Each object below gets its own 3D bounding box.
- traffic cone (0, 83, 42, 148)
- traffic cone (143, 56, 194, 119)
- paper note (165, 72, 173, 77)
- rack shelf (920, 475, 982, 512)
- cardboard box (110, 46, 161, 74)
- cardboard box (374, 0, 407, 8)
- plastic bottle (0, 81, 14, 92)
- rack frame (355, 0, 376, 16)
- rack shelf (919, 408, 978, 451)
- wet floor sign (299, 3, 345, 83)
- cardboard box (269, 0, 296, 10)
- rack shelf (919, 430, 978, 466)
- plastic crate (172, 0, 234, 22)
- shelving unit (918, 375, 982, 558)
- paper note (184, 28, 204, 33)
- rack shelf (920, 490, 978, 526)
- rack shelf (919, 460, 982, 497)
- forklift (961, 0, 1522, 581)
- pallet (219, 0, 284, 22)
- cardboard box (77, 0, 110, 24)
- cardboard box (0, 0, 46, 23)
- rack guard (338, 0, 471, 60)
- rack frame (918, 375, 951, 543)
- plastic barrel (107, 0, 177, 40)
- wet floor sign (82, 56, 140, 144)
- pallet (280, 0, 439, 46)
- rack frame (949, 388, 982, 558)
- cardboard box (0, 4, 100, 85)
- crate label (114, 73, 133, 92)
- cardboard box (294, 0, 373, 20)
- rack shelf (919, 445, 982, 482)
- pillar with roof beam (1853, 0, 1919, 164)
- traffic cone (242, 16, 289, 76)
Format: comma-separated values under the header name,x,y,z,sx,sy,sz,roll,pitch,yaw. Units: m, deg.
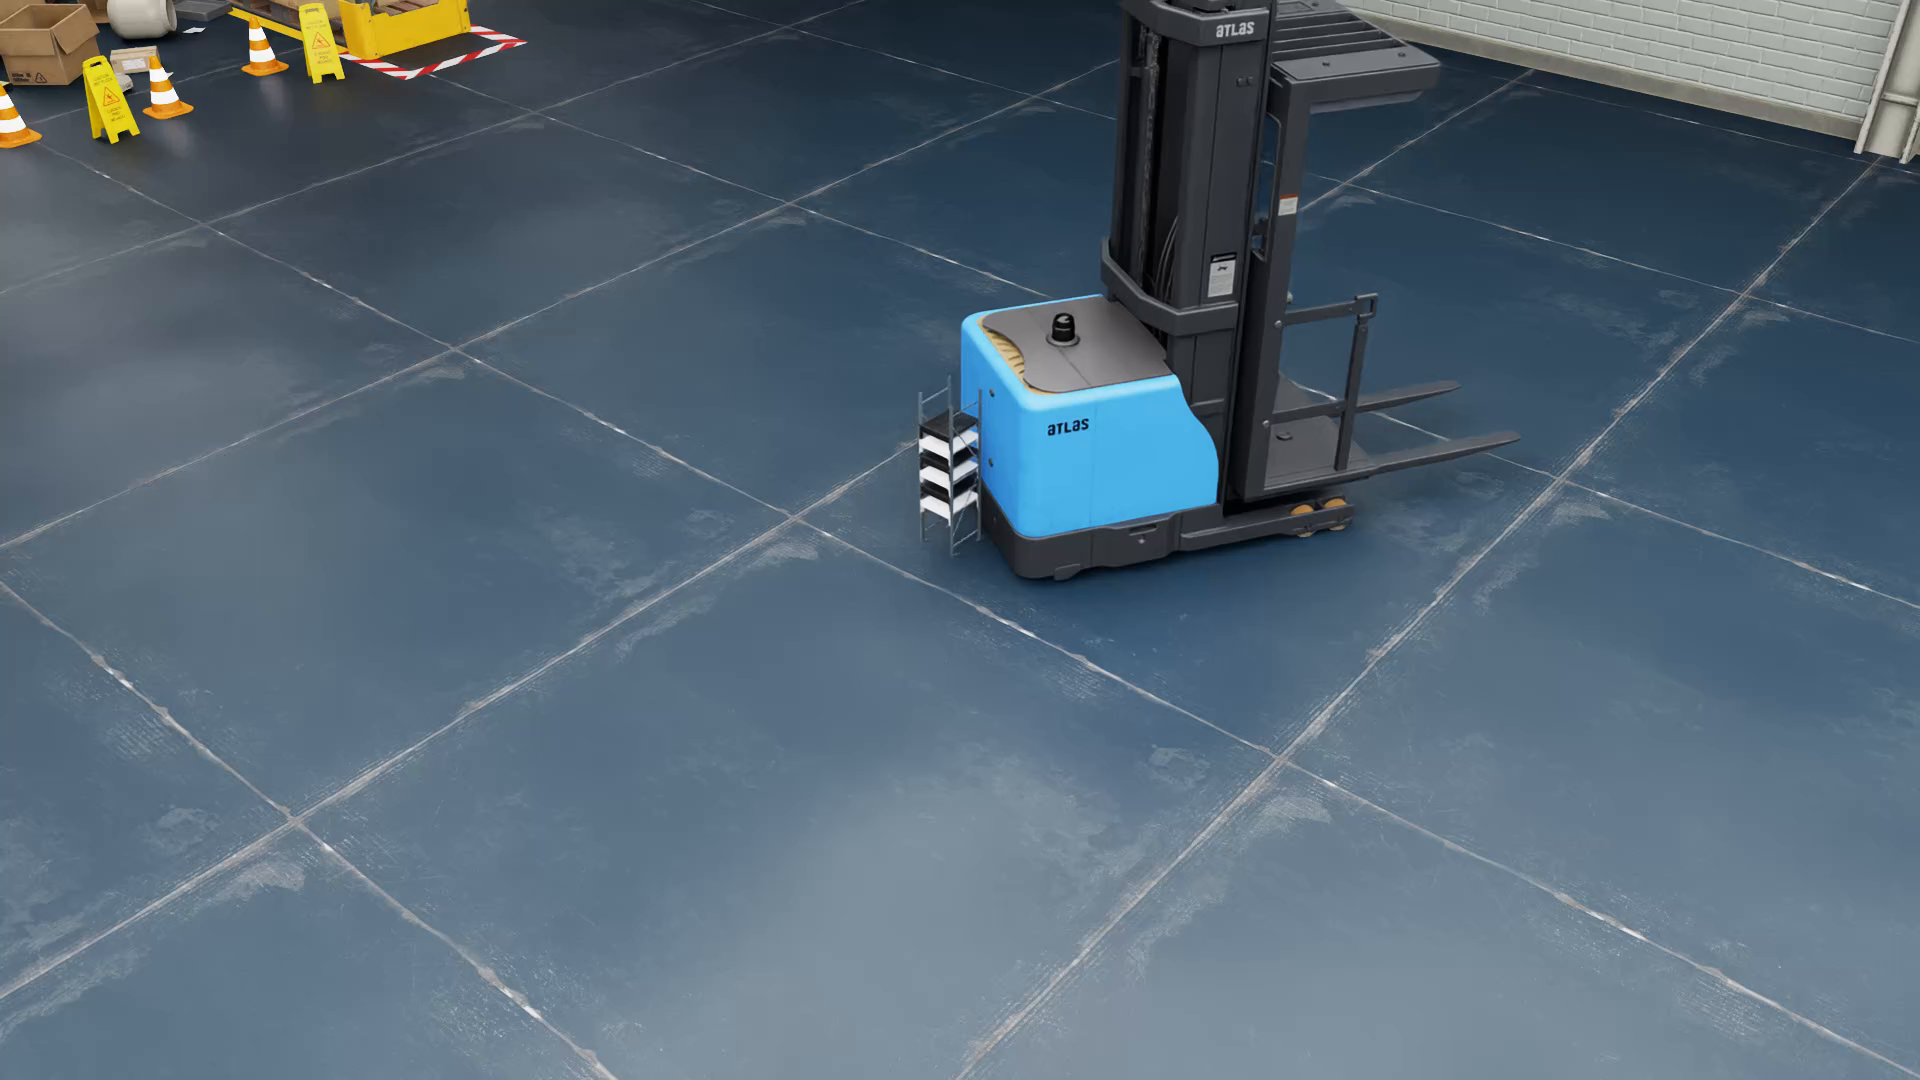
name,x,y,z,sx,sy,sz,roll,pitch,yaw
traffic cone,-7.656,-3.440,13.350,0.334,0.463,0.336,25,42,32
traffic cone,-6.672,-3.808,13.887,0.334,0.463,0.336,25,42,32
paper note,-7.067,-4.118,14.719,0.142,0.019,0.148,12,36,16
rack shelf,-0.048,-0.266,8.560,0.200,0.077,0.258,26,42,33
cardboard box,-7.367,-4.286,14.860,0.380,0.149,0.250,-12,36,-17
cardboard box,-5.510,-5.318,15.902,0.500,0.250,0.500,25,42,31
plastic bottle,-8.375,-3.938,14.431,0.283,0.061,0.133,12,36,16
rack frame,-5.067,-5.866,14.641,0.127,3.000,1.000,25,42,32
rack shelf,-0.048,-0.562,8.356,0.200,0.077,0.258,26,42,33
wet floor sign,-5.606,-4.361,14.530,0.267,0.644,0.232,-18,38,-25
cardboard box,-6.254,-5.272,15.835,0.500,0.250,0.500,25,42,32
rack shelf,-0.048,-0.488,8.407,0.200,0.077,0.258,26,42,33
plastic crate,-7.459,-5.186,16.230,0.583,0.080,0.402,12,36,16
shelving unit,-0.048,-0.367,8.490,0.210,0.900,0.258,26,42,33
paper note,-7.262,-4.840,15.771,0.148,0.019,0.142,12,36,16
rack shelf,-0.048,-0.191,8.611,0.200,0.077,0.258,26,42,33
rack shelf,-0.048,-0.340,8.509,0.200,0.077,0.258,26,42,33
forklift,1.567,-1.495,8.338,3.031,2.935,1.130,-11,36,-15
pallet,-6.661,-5.495,16.565,1.213,0.211,1.003,25,42,32
cardboard box,-8.189,-5.305,16.031,0.500,0.500,0.500,-6,35,-8
cardboard box,-8.761,-4.762,15.120,0.503,0.637,0.797,25,42,32
rack guard,-5.126,-4.863,15.389,0.348,0.500,1.175,25,42,32
rack frame,-0.125,-0.405,8.545,0.006,0.900,0.240,26,42,33
plastic barrel,-7.623,-4.893,15.501,0.512,0.421,0.421,-6,35,-8
wet floor sign,-6.868,-3.556,13.358,0.232,0.644,0.267,18,38,24
pallet,-5.727,-5.053,15.922,1.213,0.211,1.003,25,42,32
rack frame,0.029,-0.330,8.435,0.006,0.900,0.240,26,42,33
cardboard box,-8.037,-4.371,14.671,0.637,0.503,0.797,0,34,0
crate label,-7.316,-3.932,14.354,0.298,0.136,0.250,6,35,8
cardboard box,-5.879,-5.090,15.570,0.500,0.250,0.500,25,42,32
rack shelf,-0.048,-0.414,8.458,0.200,0.077,0.258,26,42,33
pillar with roof beam,4.615,-4.924,7.971,0.400,9.000,9.100,25,42,32
traffic cone,-6.223,-4.414,14.769,0.334,0.463,0.336,25,42,32
